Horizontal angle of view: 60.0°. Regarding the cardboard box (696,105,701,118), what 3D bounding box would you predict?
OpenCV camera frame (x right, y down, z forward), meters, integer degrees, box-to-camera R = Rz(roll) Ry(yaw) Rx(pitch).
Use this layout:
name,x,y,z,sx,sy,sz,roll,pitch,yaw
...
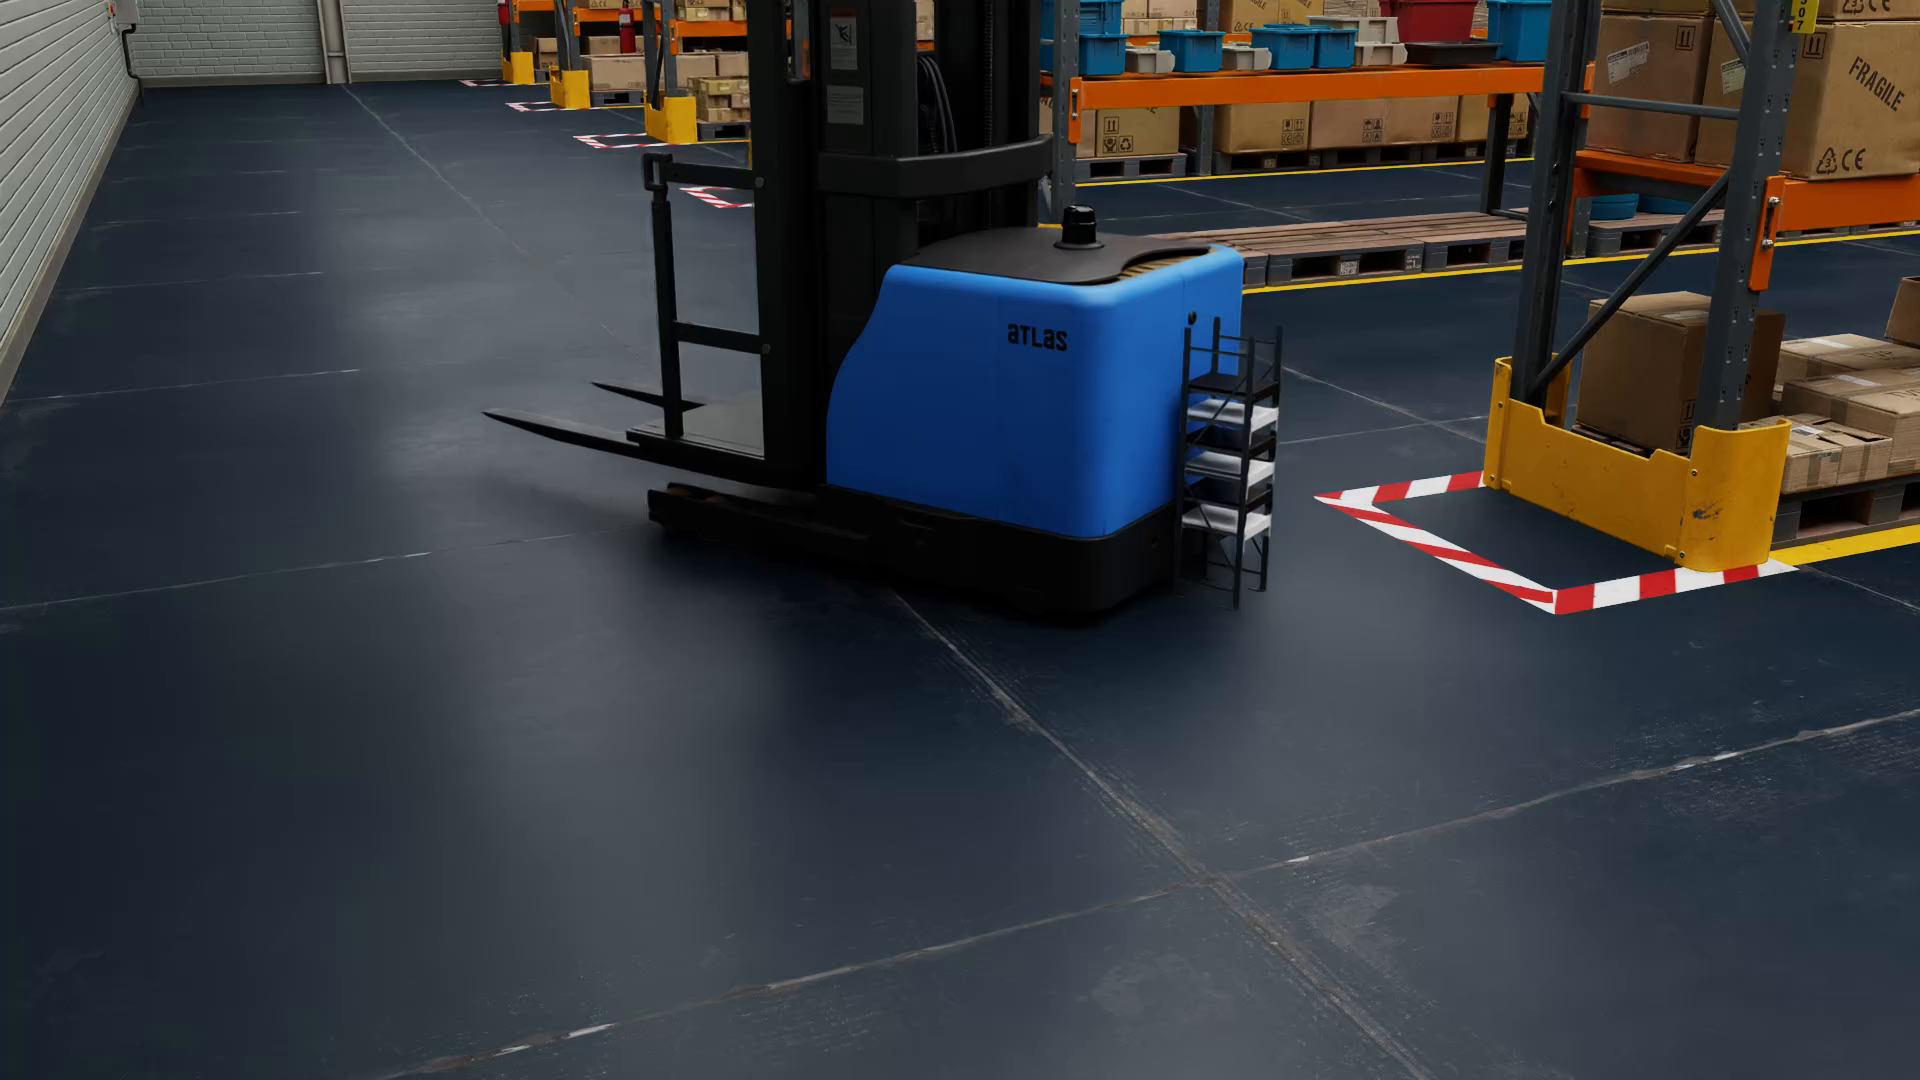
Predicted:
name,x,y,z,sx,sy,sz,roll,pitch,yaw
cardboard box,-2.997,-5.020,19.422,0.250,0.149,0.380,-8,21,-21

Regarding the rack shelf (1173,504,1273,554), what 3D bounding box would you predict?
name,x,y,z,sx,sy,sz,roll,pitch,yaw
rack shelf,0.859,-0.043,5.431,0.258,0.077,0.200,13,23,32

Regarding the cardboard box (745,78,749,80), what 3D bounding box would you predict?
name,x,y,z,sx,sy,sz,roll,pitch,yaw
cardboard box,-2.295,-5.200,19.038,0.250,0.149,0.380,-8,21,-22

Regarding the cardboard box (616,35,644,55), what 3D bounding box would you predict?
name,x,y,z,sx,sy,sz,roll,pitch,yaw
cardboard box,-5.496,-8.253,28.077,0.500,0.500,0.500,-8,21,-21

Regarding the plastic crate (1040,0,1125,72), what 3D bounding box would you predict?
name,x,y,z,sx,sy,sz,roll,pitch,yaw
plastic crate,0.669,-3.143,10.289,0.499,0.435,0.616,-8,21,-22

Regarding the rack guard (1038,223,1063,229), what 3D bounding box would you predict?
name,x,y,z,sx,sy,sz,roll,pitch,yaw
rack guard,0.419,-1.811,10.413,0.348,0.500,1.175,-8,21,-22

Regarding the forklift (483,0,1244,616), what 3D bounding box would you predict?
name,x,y,z,sx,sy,sz,roll,pitch,yaw
forklift,-0.532,-1.505,5.883,3.031,2.935,1.130,13,23,32

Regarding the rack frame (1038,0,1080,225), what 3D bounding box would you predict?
name,x,y,z,sx,sy,sz,roll,pitch,yaw
rack frame,0.436,-2.997,10.018,0.127,3.000,1.000,-8,21,-22

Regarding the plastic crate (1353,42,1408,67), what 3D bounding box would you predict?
name,x,y,z,sx,sy,sz,roll,pitch,yaw
plastic crate,2.629,-3.107,10.635,0.466,0.136,0.293,-8,21,-22

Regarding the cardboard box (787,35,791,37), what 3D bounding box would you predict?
name,x,y,z,sx,sy,sz,roll,pitch,yaw
cardboard box,-3.215,-8.583,29.014,0.500,0.500,0.500,-7,21,-20

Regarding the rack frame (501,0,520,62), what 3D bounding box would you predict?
name,x,y,z,sx,sy,sz,roll,pitch,yaw
rack frame,-7.421,-9.043,27.188,0.127,3.000,1.000,-8,21,-22

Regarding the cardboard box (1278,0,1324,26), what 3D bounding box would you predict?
name,x,y,z,sx,sy,sz,roll,pitch,yaw
cardboard box,3.129,-5.132,15.930,0.500,0.500,0.500,-8,21,-22

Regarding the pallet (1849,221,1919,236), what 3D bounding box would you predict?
name,x,y,z,sx,sy,sz,roll,pitch,yaw
pallet,7.074,-2.618,13.139,1.213,0.211,1.003,-8,21,-22

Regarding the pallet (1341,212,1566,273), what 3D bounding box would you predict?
name,x,y,z,sx,sy,sz,roll,pitch,yaw
pallet,3.449,-2.100,11.667,1.213,0.211,1.003,-8,21,-22

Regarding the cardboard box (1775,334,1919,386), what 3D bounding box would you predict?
name,x,y,z,sx,sy,sz,roll,pitch,yaw
cardboard box,3.680,-0.659,6.856,0.500,0.250,0.500,-8,21,-22

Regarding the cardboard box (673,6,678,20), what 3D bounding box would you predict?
name,x,y,z,sx,sy,sz,roll,pitch,yaw
cardboard box,-3.210,-6.044,19.050,0.250,0.149,0.380,-8,21,-22

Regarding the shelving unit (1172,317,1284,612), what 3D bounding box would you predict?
name,x,y,z,sx,sy,sz,roll,pitch,yaw
shelving unit,0.859,-0.244,5.360,0.258,0.900,0.210,13,23,32

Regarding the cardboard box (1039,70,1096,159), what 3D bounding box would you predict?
name,x,y,z,sx,sy,sz,roll,pitch,yaw
cardboard box,0.683,-4.049,15.572,0.875,0.875,0.875,-8,21,-22

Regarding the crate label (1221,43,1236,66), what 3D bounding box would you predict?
name,x,y,z,sx,sy,sz,roll,pitch,yaw
crate label,1.631,-3.141,10.734,0.243,0.136,0.396,-8,21,-22

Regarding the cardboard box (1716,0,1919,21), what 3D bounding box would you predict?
name,x,y,z,sx,sy,sz,roll,pitch,yaw
cardboard box,2.906,-1.983,5.481,0.500,0.500,0.500,-7,21,-20

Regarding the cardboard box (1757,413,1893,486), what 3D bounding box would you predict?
name,x,y,z,sx,sy,sz,roll,pitch,yaw
cardboard box,3.145,-0.341,6.076,0.250,0.166,0.380,-8,21,-22

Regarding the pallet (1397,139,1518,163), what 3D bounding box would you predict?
name,x,y,z,sx,sy,sz,roll,pitch,yaw
pallet,5.066,-4.164,17.530,1.213,0.211,1.003,-8,21,-22

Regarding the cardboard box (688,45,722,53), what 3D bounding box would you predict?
name,x,y,z,sx,sy,sz,roll,pitch,yaw
cardboard box,-4.448,-8.484,29.017,0.500,0.311,0.500,-7,21,-20

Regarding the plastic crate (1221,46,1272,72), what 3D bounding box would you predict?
name,x,y,z,sx,sy,sz,roll,pitch,yaw
plastic crate,1.743,-2.939,10.161,0.298,0.136,0.250,-8,21,-22

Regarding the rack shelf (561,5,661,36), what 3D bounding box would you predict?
name,x,y,z,sx,sy,sz,roll,pitch,yaw
rack shelf,-3.615,-7.453,23.757,4.000,0.370,1.077,-8,21,-22

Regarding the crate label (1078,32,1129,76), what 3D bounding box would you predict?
name,x,y,z,sx,sy,sz,roll,pitch,yaw
crate label,0.793,-2.879,9.843,0.303,0.233,0.416,-8,21,-22

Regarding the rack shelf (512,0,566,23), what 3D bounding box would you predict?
name,x,y,z,sx,sy,sz,roll,pitch,yaw
rack shelf,-5.585,-8.967,28.055,4.000,0.370,1.077,-8,21,-22

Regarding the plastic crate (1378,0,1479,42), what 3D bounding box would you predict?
name,x,y,z,sx,sy,sz,roll,pitch,yaw
plastic crate,3.189,-3.541,11.376,0.583,0.464,0.402,-8,21,-22

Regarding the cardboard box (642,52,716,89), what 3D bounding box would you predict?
name,x,y,z,sx,sy,sz,roll,pitch,yaw
cardboard box,-4.048,-6.760,23.929,0.875,0.438,0.875,-8,21,-20

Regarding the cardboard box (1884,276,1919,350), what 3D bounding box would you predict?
name,x,y,z,sx,sy,sz,roll,pitch,yaw
cardboard box,4.344,-0.794,6.856,0.637,0.503,0.797,-8,21,-22

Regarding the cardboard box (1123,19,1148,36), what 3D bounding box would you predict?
name,x,y,z,sx,sy,sz,roll,pitch,yaw
cardboard box,1.525,-4.708,15.254,0.250,0.149,0.380,-9,21,-23

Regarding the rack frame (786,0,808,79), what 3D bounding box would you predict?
name,x,y,z,sx,sy,sz,roll,pitch,yaw
rack frame,-1.526,-4.508,14.308,0.127,3.000,1.000,-8,21,-22

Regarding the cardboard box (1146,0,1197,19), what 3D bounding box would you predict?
name,x,y,z,sx,sy,sz,roll,pitch,yaw
cardboard box,1.845,-4.965,15.385,0.500,0.250,0.500,-9,21,-23

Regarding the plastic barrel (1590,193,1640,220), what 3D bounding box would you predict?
name,x,y,z,sx,sy,sz,roll,pitch,yaw
plastic barrel,4.615,-2.798,11.980,0.708,0.901,0.600,-8,21,-22

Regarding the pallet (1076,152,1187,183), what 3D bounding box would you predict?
name,x,y,z,sx,sy,sz,roll,pitch,yaw
pallet,1.418,-3.642,16.049,1.213,0.211,1.003,-8,21,-22

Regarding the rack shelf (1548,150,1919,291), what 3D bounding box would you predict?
name,x,y,z,sx,sy,sz,roll,pitch,yaw
rack shelf,4.231,-1.410,6.593,4.000,0.370,1.077,-8,21,-22

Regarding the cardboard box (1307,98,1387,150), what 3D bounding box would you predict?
name,x,y,z,sx,sy,sz,roll,pitch,yaw
cardboard box,3.547,-4.438,16.676,0.875,0.875,1.225,-9,21,-24

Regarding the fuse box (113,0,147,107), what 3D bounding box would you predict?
name,x,y,z,sx,sy,sz,roll,pitch,yaw
fuse box,-11.318,-6.833,22.852,0.414,1.711,0.539,-8,21,-22

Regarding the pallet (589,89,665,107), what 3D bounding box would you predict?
name,x,y,z,sx,sy,sz,roll,pitch,yaw
pallet,-4.748,-6.343,23.720,1.213,0.211,1.003,-8,21,-22

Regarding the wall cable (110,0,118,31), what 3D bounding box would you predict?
name,x,y,z,sx,sy,sz,roll,pitch,yaw
wall cable,-11.192,-7.691,21.819,0.122,1.984,0.588,-8,21,-22

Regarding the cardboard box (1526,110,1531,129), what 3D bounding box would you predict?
name,x,y,z,sx,sy,sz,roll,pitch,yaw
cardboard box,6.427,-4.683,17.906,0.500,0.500,0.700,-9,21,-25

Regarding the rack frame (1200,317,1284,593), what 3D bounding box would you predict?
name,x,y,z,sx,sy,sz,roll,pitch,yaw
rack frame,0.917,-0.272,5.438,0.240,0.900,0.006,13,23,32

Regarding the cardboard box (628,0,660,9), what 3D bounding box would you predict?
name,x,y,z,sx,sy,sz,roll,pitch,yaw
cardboard box,-4.444,-7.627,23.018,0.500,0.500,0.500,-8,21,-23

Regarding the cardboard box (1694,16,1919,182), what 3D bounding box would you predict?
name,x,y,z,sx,sy,sz,roll,pitch,yaw
cardboard box,2.906,-1.511,5.647,0.500,0.500,0.500,-8,21,-21

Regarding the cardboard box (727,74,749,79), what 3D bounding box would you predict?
name,x,y,z,sx,sy,sz,roll,pitch,yaw
cardboard box,-2.571,-5.403,19.614,0.250,0.149,0.380,-9,21,-23

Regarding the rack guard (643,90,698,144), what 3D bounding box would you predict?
name,x,y,z,sx,sy,sz,roll,pitch,yaw
rack guard,-3.328,-4.864,19.085,0.348,0.500,1.175,-8,21,-22

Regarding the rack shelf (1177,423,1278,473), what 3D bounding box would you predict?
name,x,y,z,sx,sy,sz,roll,pitch,yaw
rack shelf,0.860,-0.298,5.341,0.258,0.077,0.200,13,23,32

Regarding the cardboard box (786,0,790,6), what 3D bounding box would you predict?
name,x,y,z,sx,sy,sz,roll,pitch,yaw
cardboard box,-1.940,-6.335,18.898,0.500,0.500,0.500,-8,21,-21

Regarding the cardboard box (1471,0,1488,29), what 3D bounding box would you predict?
name,x,y,z,sx,sy,sz,roll,pitch,yaw
cardboard box,5.005,-5.403,16.700,0.500,0.500,0.500,-8,21,-22

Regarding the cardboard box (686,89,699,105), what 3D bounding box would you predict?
name,x,y,z,sx,sy,sz,roll,pitch,yaw
cardboard box,-3.026,-5.184,19.440,0.250,0.149,0.380,-9,21,-23

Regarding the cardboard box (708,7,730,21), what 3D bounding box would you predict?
name,x,y,z,sx,sy,sz,roll,pitch,yaw
cardboard box,-2.753,-5.904,18.651,0.250,0.149,0.380,-7,21,-20

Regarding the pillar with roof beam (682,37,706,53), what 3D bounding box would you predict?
name,x,y,z,sx,sy,sz,roll,pitch,yaw
pillar with roof beam,-3.039,-11.269,24.478,0.400,9.000,9.100,-8,21,-22
